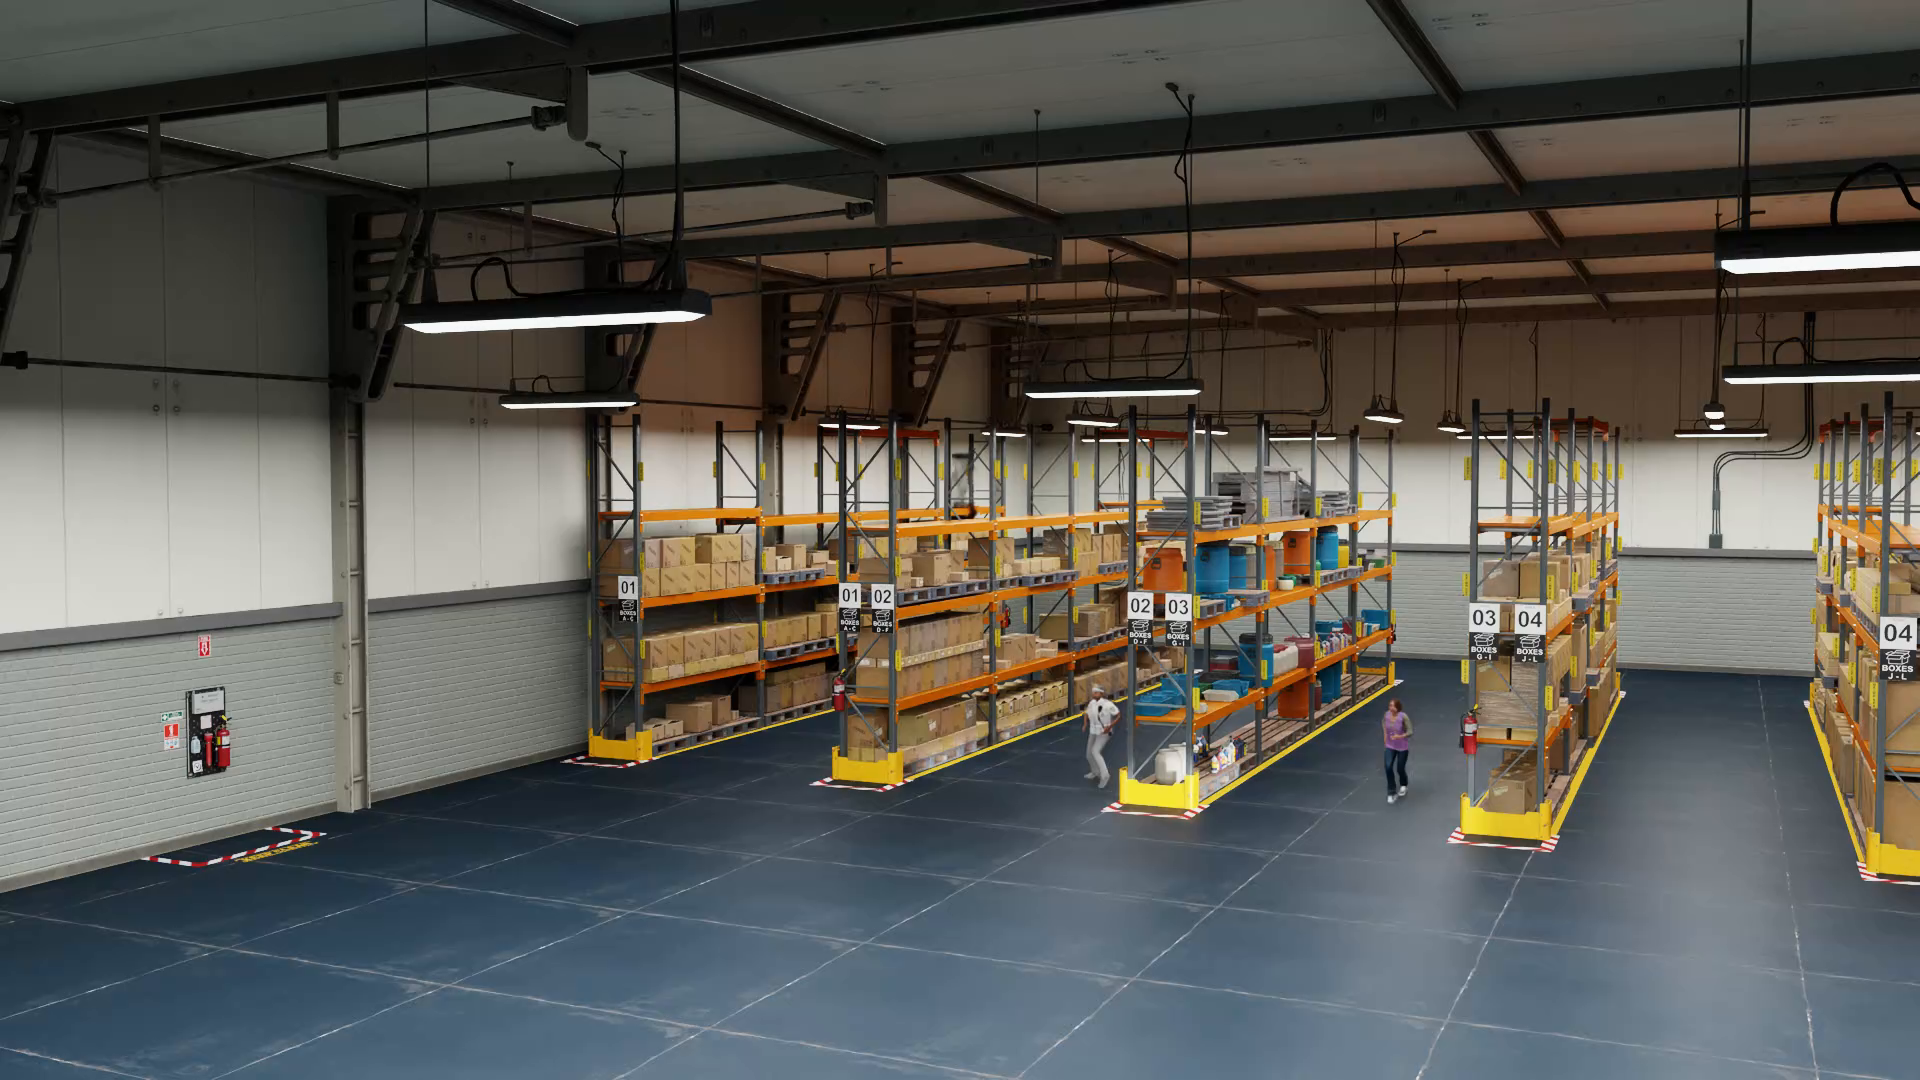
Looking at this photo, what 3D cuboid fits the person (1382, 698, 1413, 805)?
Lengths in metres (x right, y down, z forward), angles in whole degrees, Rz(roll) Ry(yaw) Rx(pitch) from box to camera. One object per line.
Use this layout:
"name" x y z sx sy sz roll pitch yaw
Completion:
"person" 6.633 3.203 25.227 0.539 1.647 0.811 1 3 32

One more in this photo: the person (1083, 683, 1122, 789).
"person" 2.213 3.100 26.577 0.781 1.658 0.690 2 3 45
